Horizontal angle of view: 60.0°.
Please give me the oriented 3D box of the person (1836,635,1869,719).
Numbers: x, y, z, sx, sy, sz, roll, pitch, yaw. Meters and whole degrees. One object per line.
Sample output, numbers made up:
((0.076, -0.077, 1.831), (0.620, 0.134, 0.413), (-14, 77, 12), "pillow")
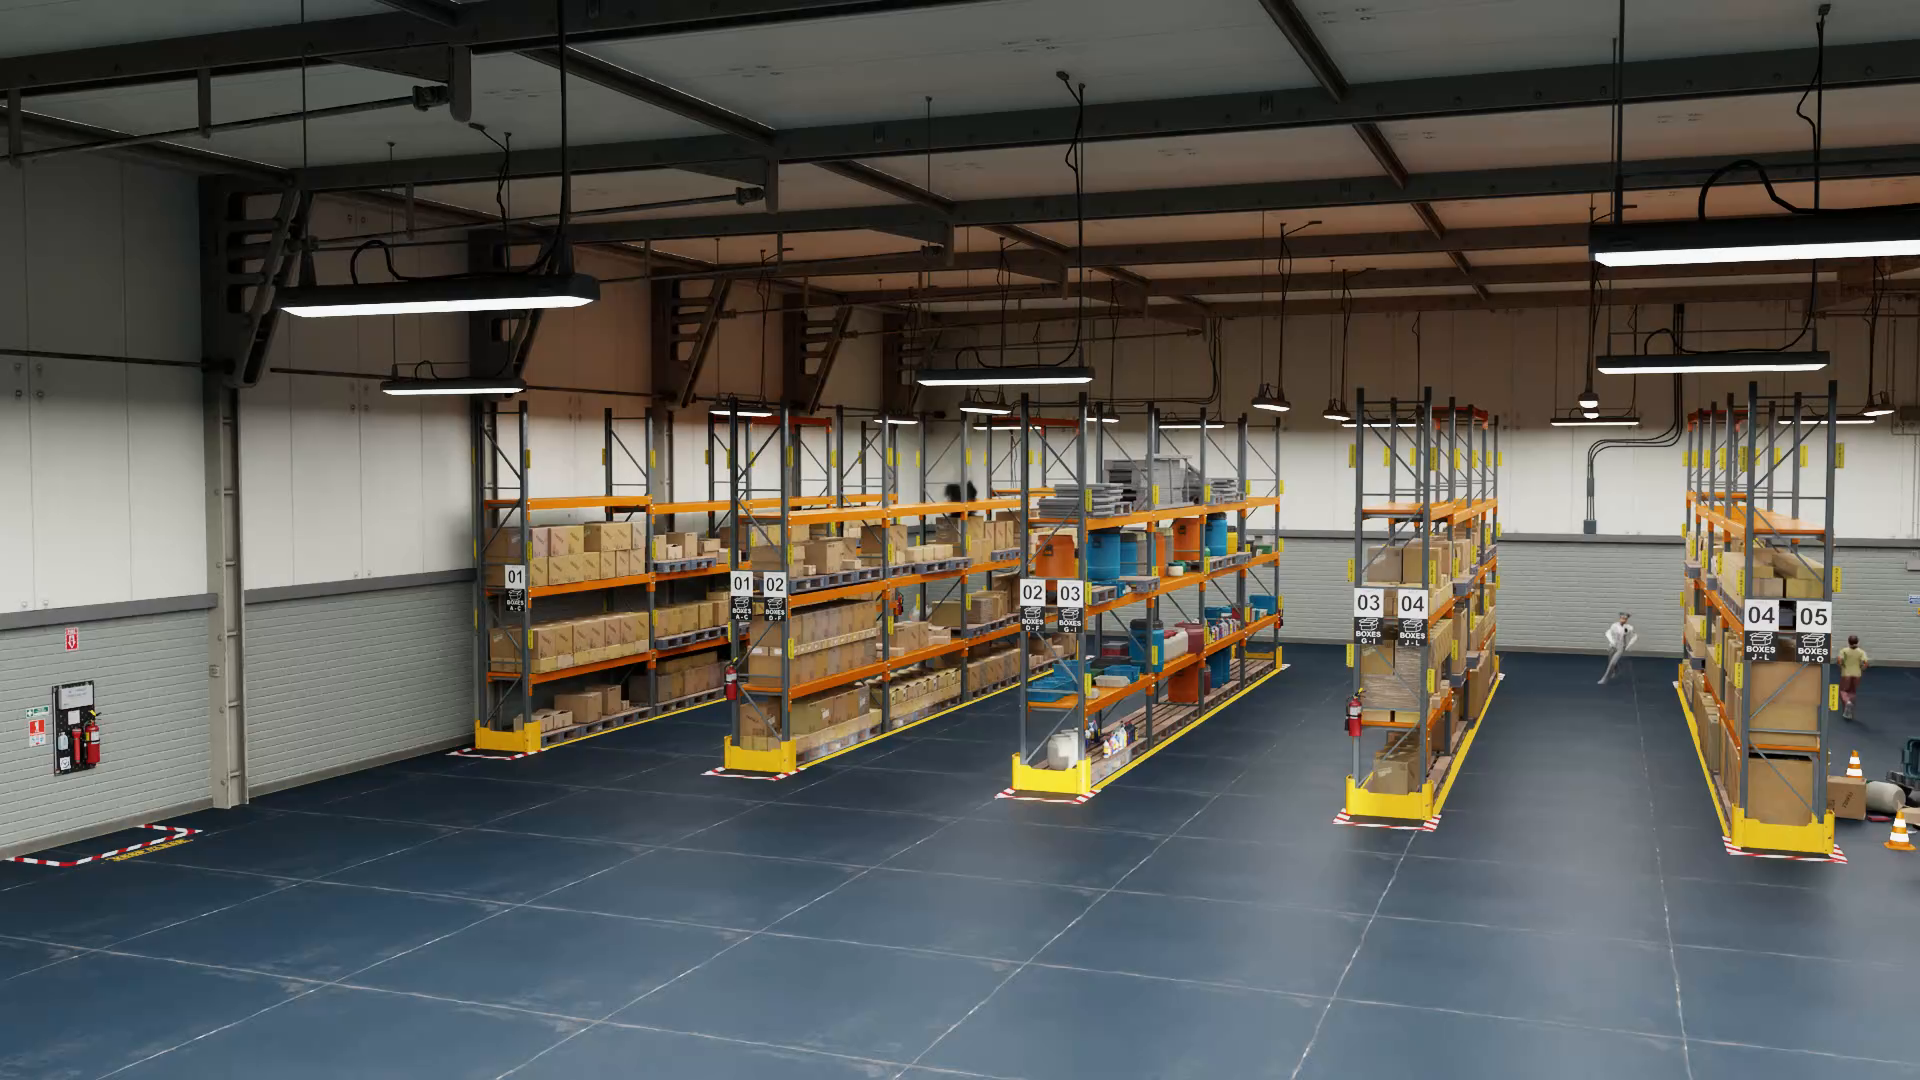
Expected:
((17.157, 2.630, 31.992), (0.565, 1.624, 0.548), (1, 3, 16), "person")

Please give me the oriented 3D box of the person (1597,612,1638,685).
((14.667, 2.395, 36.946), (0.671, 1.614, 0.919), (3, 4, 45), "person")

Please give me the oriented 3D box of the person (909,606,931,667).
((-0.929, 2.075, 37.804), (0.567, 1.646, 0.801), (1, 3, 17), "person")
